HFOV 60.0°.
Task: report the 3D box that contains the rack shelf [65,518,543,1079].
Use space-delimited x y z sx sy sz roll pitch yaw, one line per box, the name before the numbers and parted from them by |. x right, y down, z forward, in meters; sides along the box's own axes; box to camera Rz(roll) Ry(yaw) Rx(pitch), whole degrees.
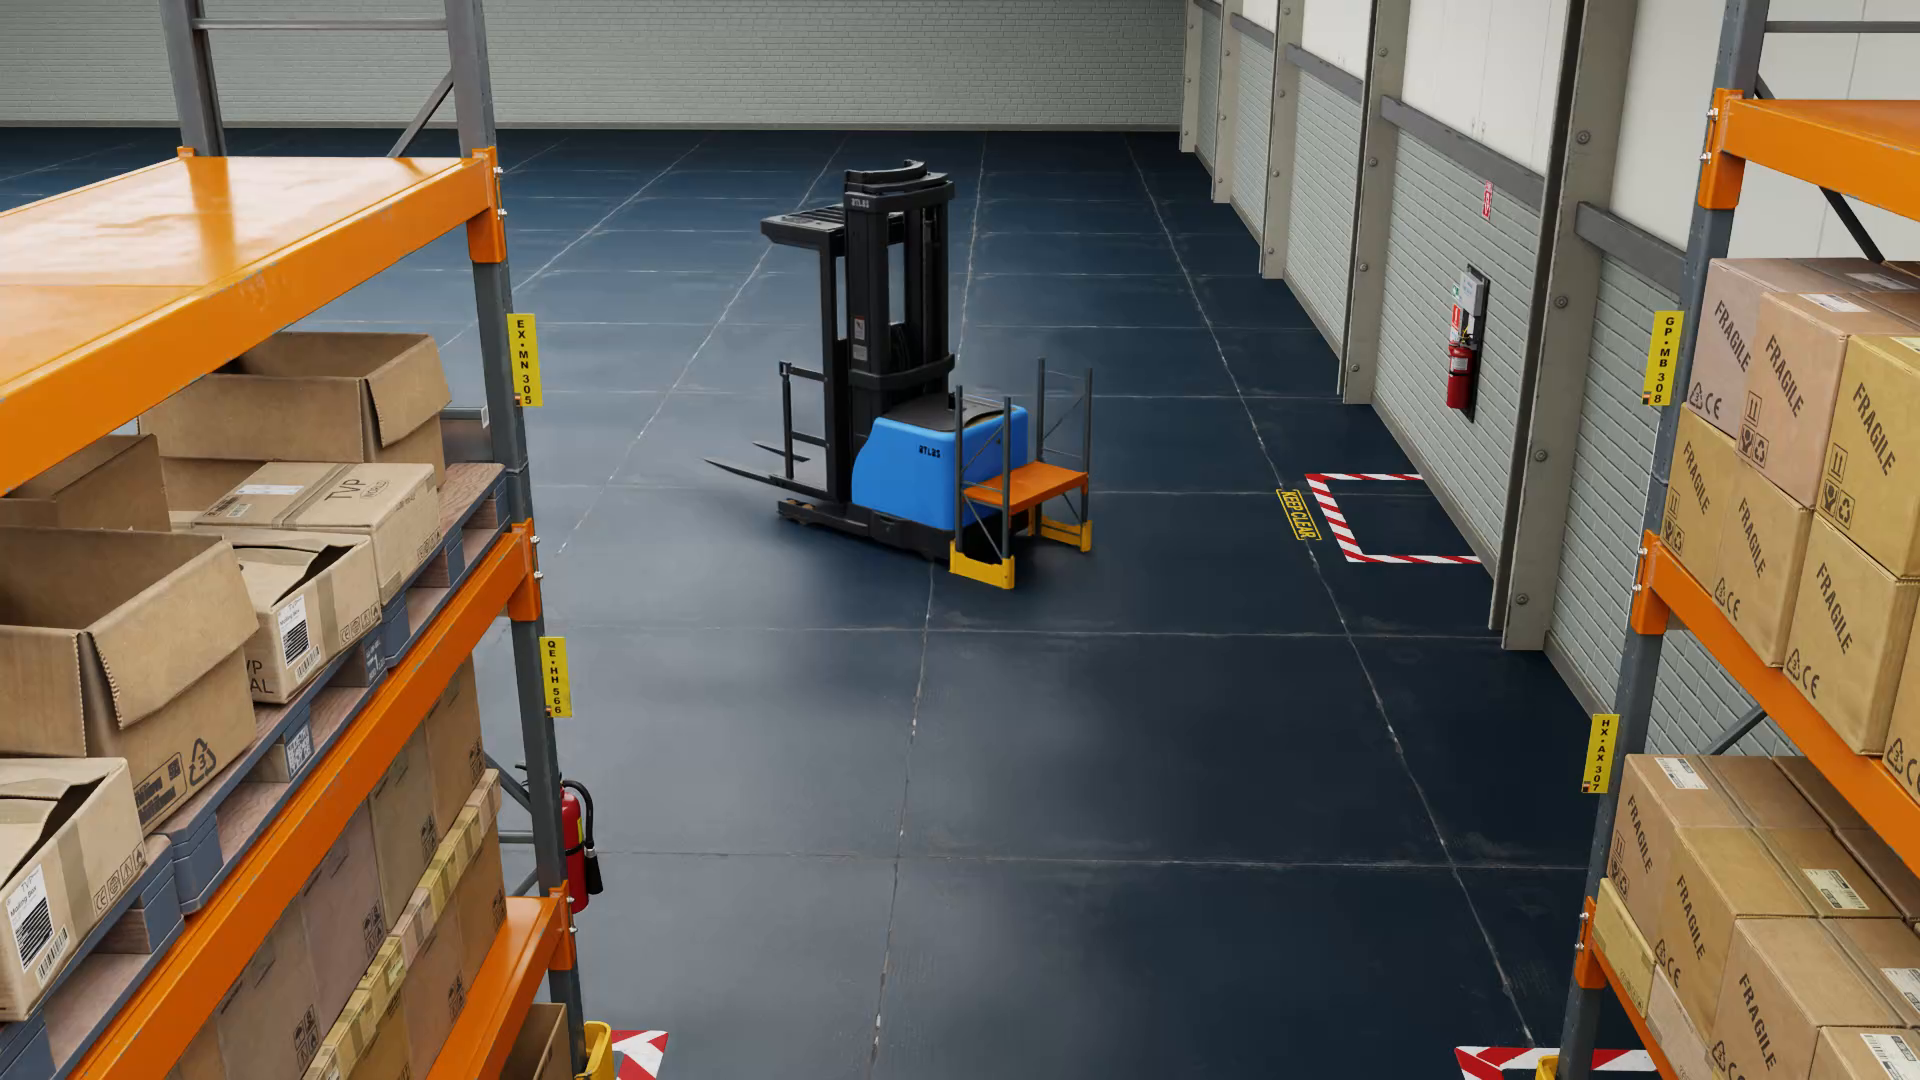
rack shelf | -2.099 0.807 4.149 1.077 0.370 4.000 1 21 2

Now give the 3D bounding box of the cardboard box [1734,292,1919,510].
cardboard box | 2.593 -0.403 4.725 0.500 0.500 0.500 0 21 1

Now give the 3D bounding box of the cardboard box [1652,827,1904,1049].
cardboard box | 2.573 1.259 5.280 0.500 0.500 0.500 1 21 2

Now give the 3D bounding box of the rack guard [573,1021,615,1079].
rack guard | -2.038 2.304 6.900 1.175 0.500 0.348 1 21 2

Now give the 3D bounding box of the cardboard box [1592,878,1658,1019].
cardboard box | 2.581 1.434 5.866 0.500 0.250 0.500 0 21 0

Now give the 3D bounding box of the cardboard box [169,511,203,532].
cardboard box | -2.250 0.028 4.736 0.380 0.149 0.250 1 21 2

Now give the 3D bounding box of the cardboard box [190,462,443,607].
cardboard box | -1.810 -0.023 4.728 0.500 0.250 0.500 1 21 2

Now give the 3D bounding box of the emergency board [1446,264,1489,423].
emergency board | 4.052 -1.599 13.504 0.194 1.169 0.643 1 21 2

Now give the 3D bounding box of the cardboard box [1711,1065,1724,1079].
cardboard box | 2.558 1.806 4.907 0.500 0.250 0.500 0 21 1

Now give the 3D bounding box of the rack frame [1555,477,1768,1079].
rack frame | 2.913 1.200 6.288 1.000 3.000 0.127 1 21 2

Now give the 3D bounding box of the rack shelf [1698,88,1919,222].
rack shelf | 2.852 -0.536 3.470 1.077 0.370 4.000 1 21 2

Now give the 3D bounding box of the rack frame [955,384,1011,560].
rack frame | 0.168 -0.397 12.477 0.500 1.500 0.032 17 27 36

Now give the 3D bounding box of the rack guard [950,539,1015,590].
rack guard | 0.168 0.185 12.705 0.587 0.250 0.087 17 27 36

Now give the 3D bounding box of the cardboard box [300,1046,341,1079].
cardboard box | -1.905 1.499 4.483 0.380 0.149 0.250 0 21 1

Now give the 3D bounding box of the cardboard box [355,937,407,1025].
cardboard box | -1.891 1.311 4.967 0.380 0.149 0.250 1 21 3

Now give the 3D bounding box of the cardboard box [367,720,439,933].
cardboard box | -2.078 0.874 5.199 0.700 0.500 0.500 0 21 0

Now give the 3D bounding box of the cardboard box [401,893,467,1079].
cardboard box | -2.077 1.459 5.483 0.700 0.500 0.500 1 21 3

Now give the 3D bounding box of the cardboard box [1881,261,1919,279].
cardboard box | 3.161 -0.561 5.134 0.500 0.500 0.500 2 21 4

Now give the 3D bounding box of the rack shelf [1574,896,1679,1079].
rack shelf | 2.852 2.259 4.555 1.077 0.370 4.000 1 21 2

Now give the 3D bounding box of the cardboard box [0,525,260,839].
cardboard box | -1.984 0.292 3.567 0.797 0.503 0.637 3 21 8

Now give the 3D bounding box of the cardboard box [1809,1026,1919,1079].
cardboard box | 2.547 1.633 4.317 0.500 0.500 0.500 1 21 3

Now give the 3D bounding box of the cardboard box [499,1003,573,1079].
cardboard box | -1.757 2.081 6.203 0.500 0.500 0.500 1 21 2

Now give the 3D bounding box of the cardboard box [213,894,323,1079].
cardboard box | -2.107 1.237 4.262 0.700 0.500 0.500 1 21 2

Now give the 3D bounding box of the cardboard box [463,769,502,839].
cardboard box | -1.860 0.938 5.929 0.380 0.149 0.250 0 21 1

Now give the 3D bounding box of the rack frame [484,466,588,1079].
rack frame | -2.038 1.147 6.425 1.000 3.000 0.127 1 21 2

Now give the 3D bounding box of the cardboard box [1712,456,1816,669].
cardboard box | 2.601 0.058 4.920 0.500 0.500 0.500 2 21 5

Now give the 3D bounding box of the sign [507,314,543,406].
sign | -1.496 -0.616 5.709 0.100 0.325 0.005 1 21 2

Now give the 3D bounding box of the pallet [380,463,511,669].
pallet | -2.086 0.045 5.241 1.003 0.211 1.213 1 21 2

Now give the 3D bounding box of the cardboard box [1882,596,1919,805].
cardboard box | 2.594 0.440 3.936 0.500 0.500 0.500 2 21 5

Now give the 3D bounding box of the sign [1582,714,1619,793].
sign | 2.371 0.791 6.147 0.100 0.325 0.005 1 21 2

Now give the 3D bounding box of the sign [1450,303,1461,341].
sign | 4.172 -1.815 14.010 0.001 0.329 0.234 1 21 2

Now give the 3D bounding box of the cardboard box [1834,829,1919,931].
cardboard box | 3.086 1.266 5.262 0.500 0.500 0.500 1 21 2

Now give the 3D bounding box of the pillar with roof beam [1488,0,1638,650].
pillar with roof beam | -0.364 -3.551 10.240 9.100 9.000 0.400 1 21 2

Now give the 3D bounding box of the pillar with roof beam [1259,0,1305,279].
pillar with roof beam | 0.001 -7.889 21.422 9.100 9.000 0.400 1 21 2

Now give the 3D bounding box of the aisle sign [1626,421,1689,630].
aisle sign | 2.615 -0.041 5.894 0.394 0.787 0.004 1 21 2

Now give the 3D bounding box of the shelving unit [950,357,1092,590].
shelving unit | 0.486 -0.536 12.836 0.587 1.500 1.083 17 27 36

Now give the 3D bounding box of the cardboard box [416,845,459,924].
cardboard box | -1.874 1.126 5.446 0.380 0.149 0.250 0 21 1

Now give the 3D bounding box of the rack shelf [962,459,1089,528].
rack shelf | 0.491 -0.371 12.908 0.538 0.185 1.000 17 27 36

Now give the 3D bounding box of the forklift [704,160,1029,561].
forklift | -0.899 -1.624 13.663 3.031 2.935 1.130 17 27 36

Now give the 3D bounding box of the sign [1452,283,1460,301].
sign | 4.163 -2.060 13.910 0.001 0.109 0.331 1 21 2

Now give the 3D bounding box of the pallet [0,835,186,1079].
pallet | -2.160 0.928 2.967 1.003 0.211 1.213 1 21 2
